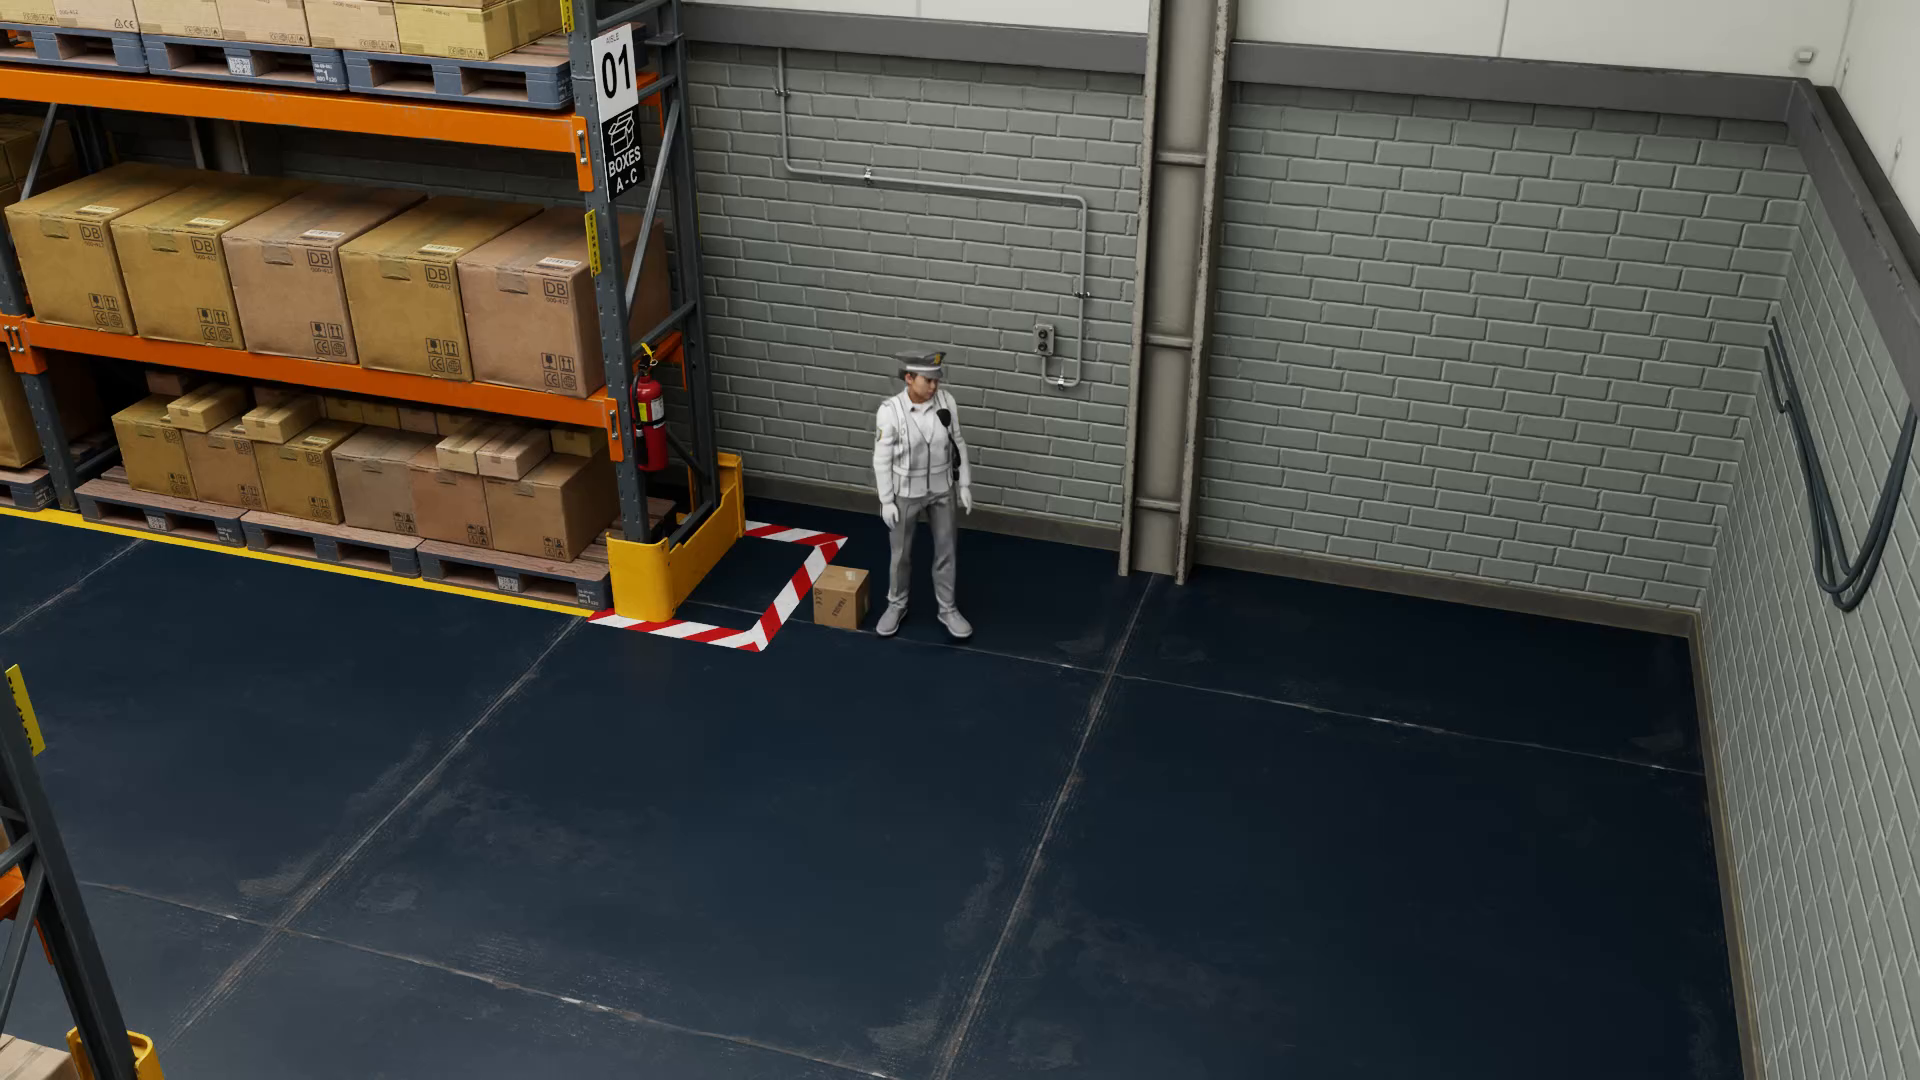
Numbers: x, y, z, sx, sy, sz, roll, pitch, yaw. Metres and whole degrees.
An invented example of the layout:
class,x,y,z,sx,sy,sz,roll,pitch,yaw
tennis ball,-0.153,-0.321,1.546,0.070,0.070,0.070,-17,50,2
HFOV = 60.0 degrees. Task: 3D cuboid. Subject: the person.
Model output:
class,x,y,z,sx,sy,sz,roll,pitch,yaw
person,-0.199,-0.244,8.869,0.543,1.679,0.415,-9,30,-15
